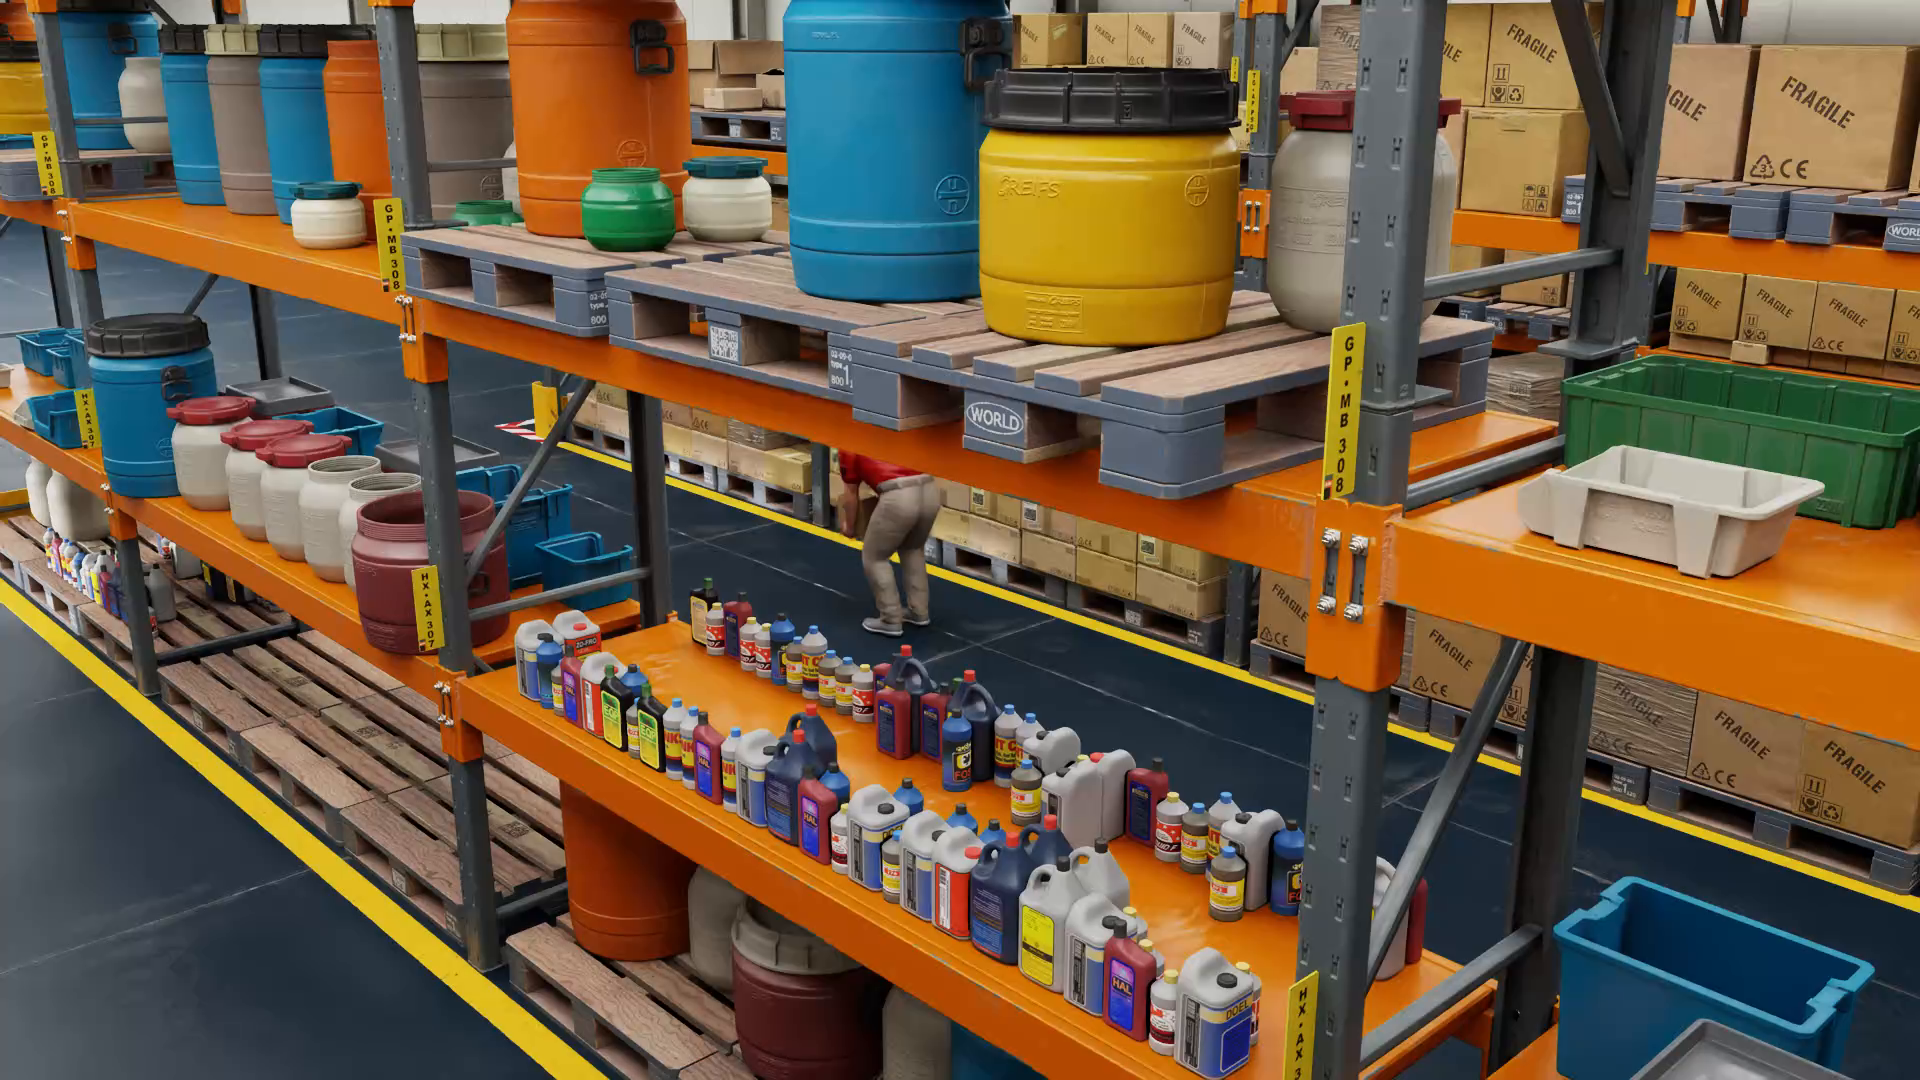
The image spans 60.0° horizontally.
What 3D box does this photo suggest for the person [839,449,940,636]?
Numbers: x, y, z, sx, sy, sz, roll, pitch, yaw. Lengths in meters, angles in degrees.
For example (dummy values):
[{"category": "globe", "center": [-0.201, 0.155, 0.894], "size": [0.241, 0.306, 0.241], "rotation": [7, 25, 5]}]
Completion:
[{"category": "person", "center": [-0.499, -0.166, 10.585], "size": [0.476, 1.456, 0.815], "rotation": [-16, 23, -42]}]
